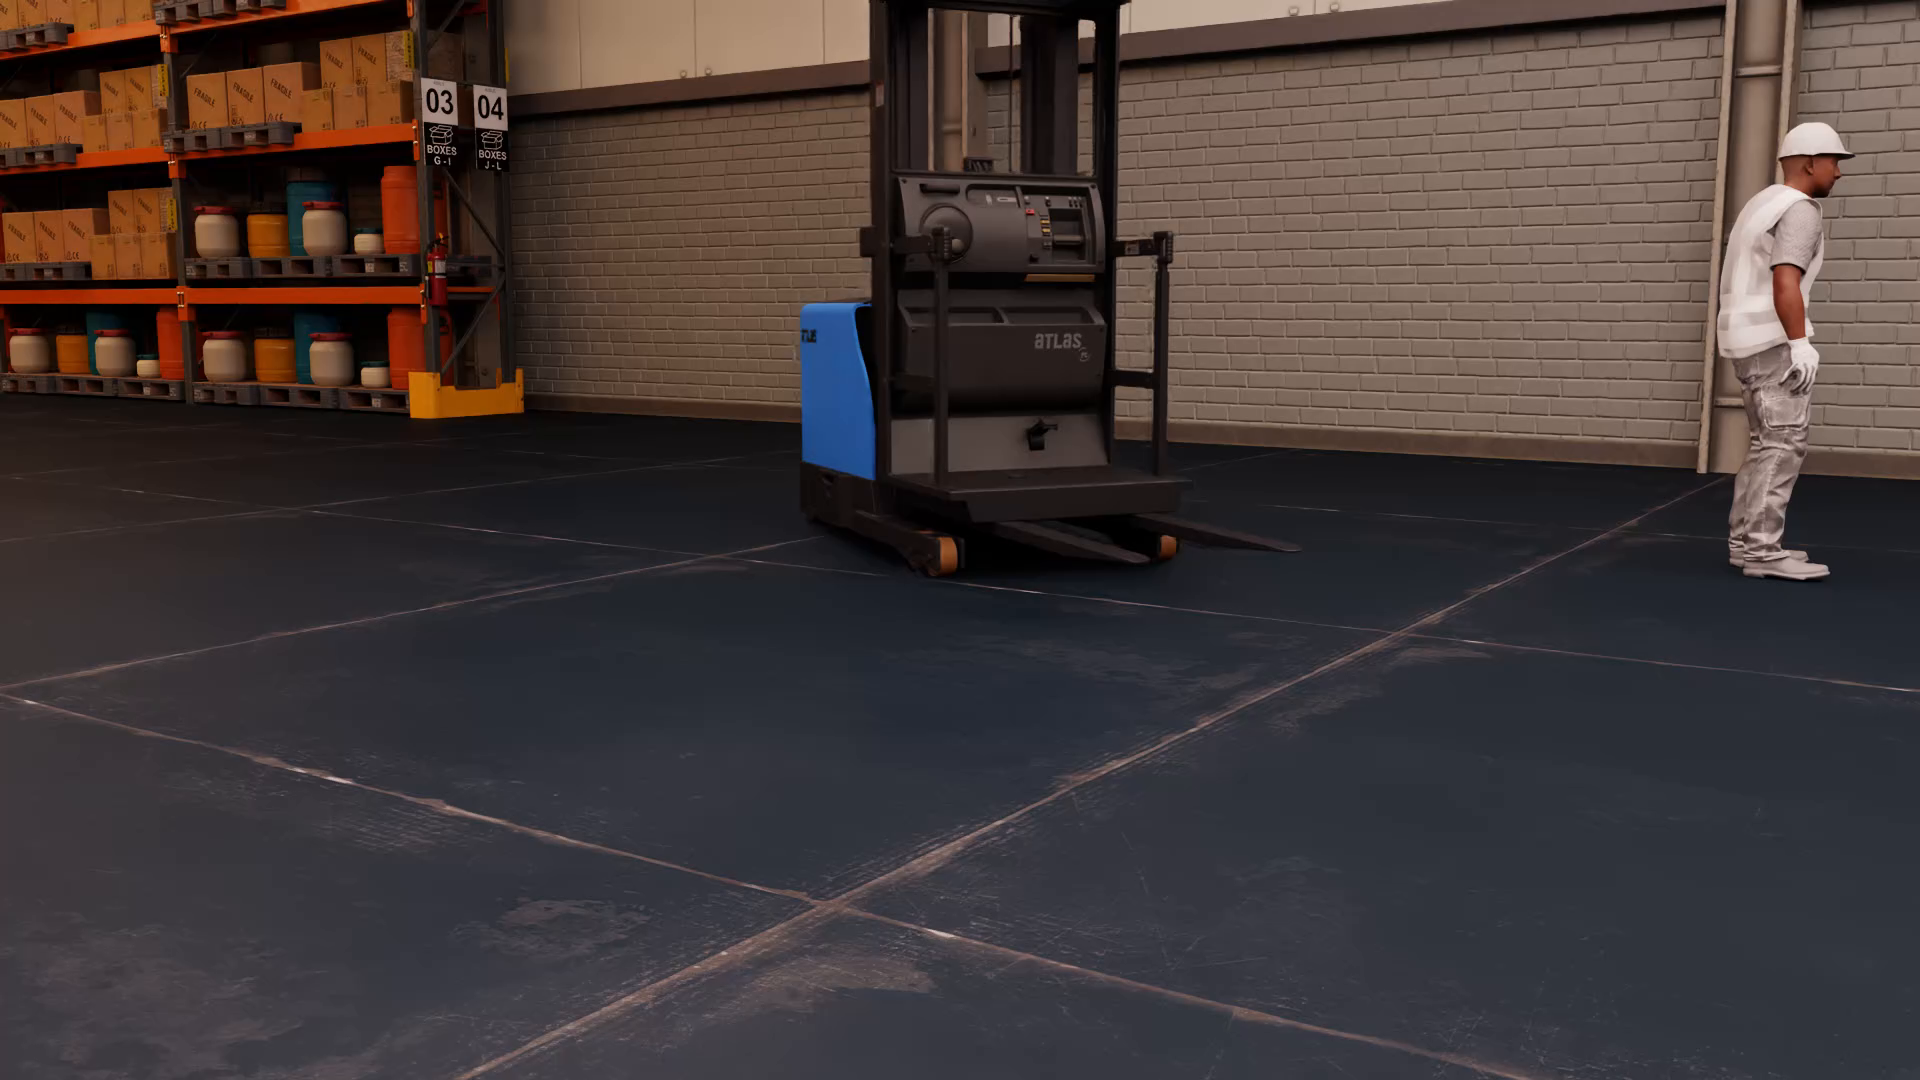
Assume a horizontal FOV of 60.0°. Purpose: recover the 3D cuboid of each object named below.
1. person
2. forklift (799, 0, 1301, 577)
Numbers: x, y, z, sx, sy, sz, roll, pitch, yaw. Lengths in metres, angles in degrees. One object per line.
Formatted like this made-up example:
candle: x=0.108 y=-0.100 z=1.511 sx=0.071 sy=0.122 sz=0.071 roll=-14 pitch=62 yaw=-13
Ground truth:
person: x=3.266 y=-0.753 z=6.616 sx=0.450 sy=1.772 sz=0.619 roll=2 pitch=8 yaw=13
forklift: x=0.271 y=-1.371 z=6.837 sx=1.130 sy=2.935 sz=3.031 roll=-4 pitch=9 yaw=-24
